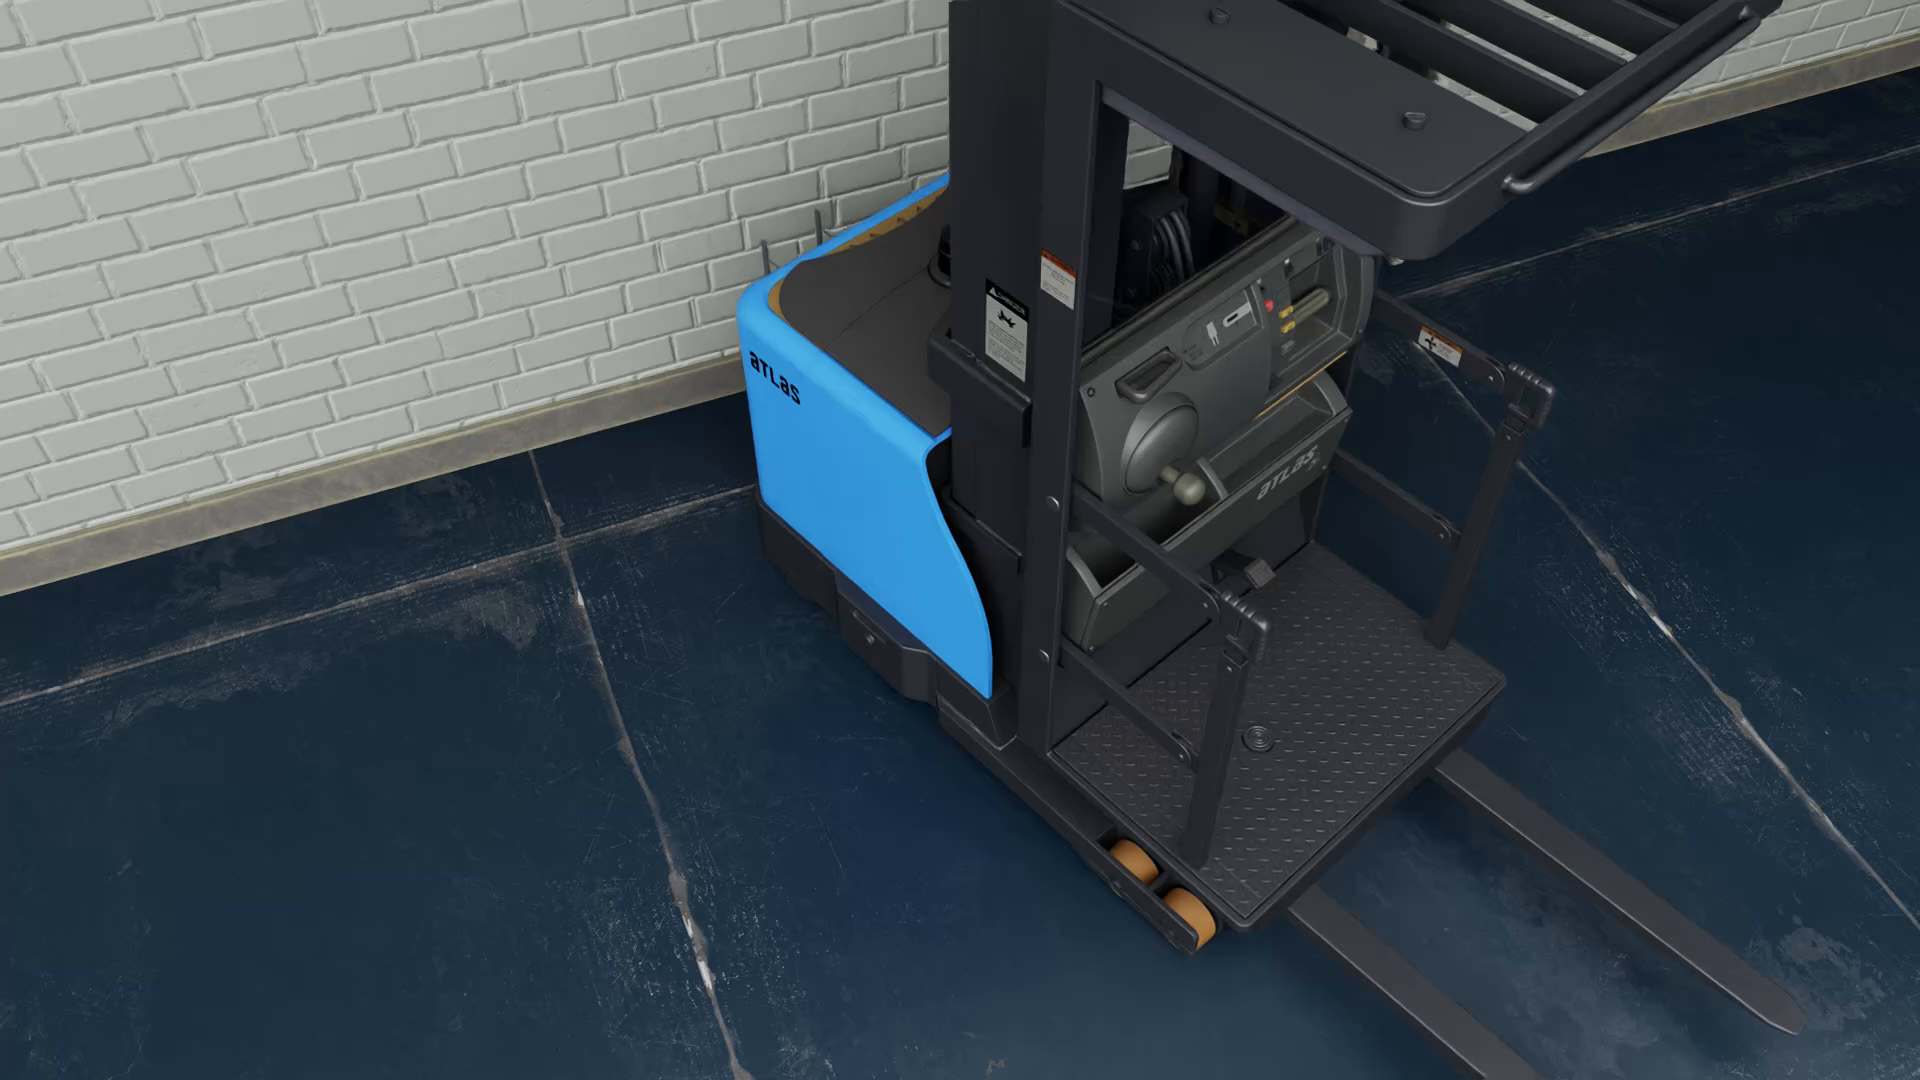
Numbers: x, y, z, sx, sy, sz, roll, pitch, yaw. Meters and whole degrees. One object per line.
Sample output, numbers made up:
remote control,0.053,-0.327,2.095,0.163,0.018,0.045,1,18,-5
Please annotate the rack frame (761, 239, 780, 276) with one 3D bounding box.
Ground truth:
rack frame,-0.490,-0.509,5.094,0.006,0.900,0.240,-36,58,-27

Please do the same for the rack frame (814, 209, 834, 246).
rack frame,-0.344,-0.616,5.186,0.006,0.900,0.240,-36,58,-27

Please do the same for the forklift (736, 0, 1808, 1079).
forklift,0.757,-0.334,3.605,1.130,2.935,3.031,-35,58,-26

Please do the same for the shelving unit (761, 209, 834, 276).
shelving unit,-0.417,-0.563,5.140,0.210,0.900,0.258,-36,58,-27

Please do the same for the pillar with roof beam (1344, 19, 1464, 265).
pillar with roof beam,3.027,-0.985,0.164,0.400,9.000,9.100,-17,52,-14
